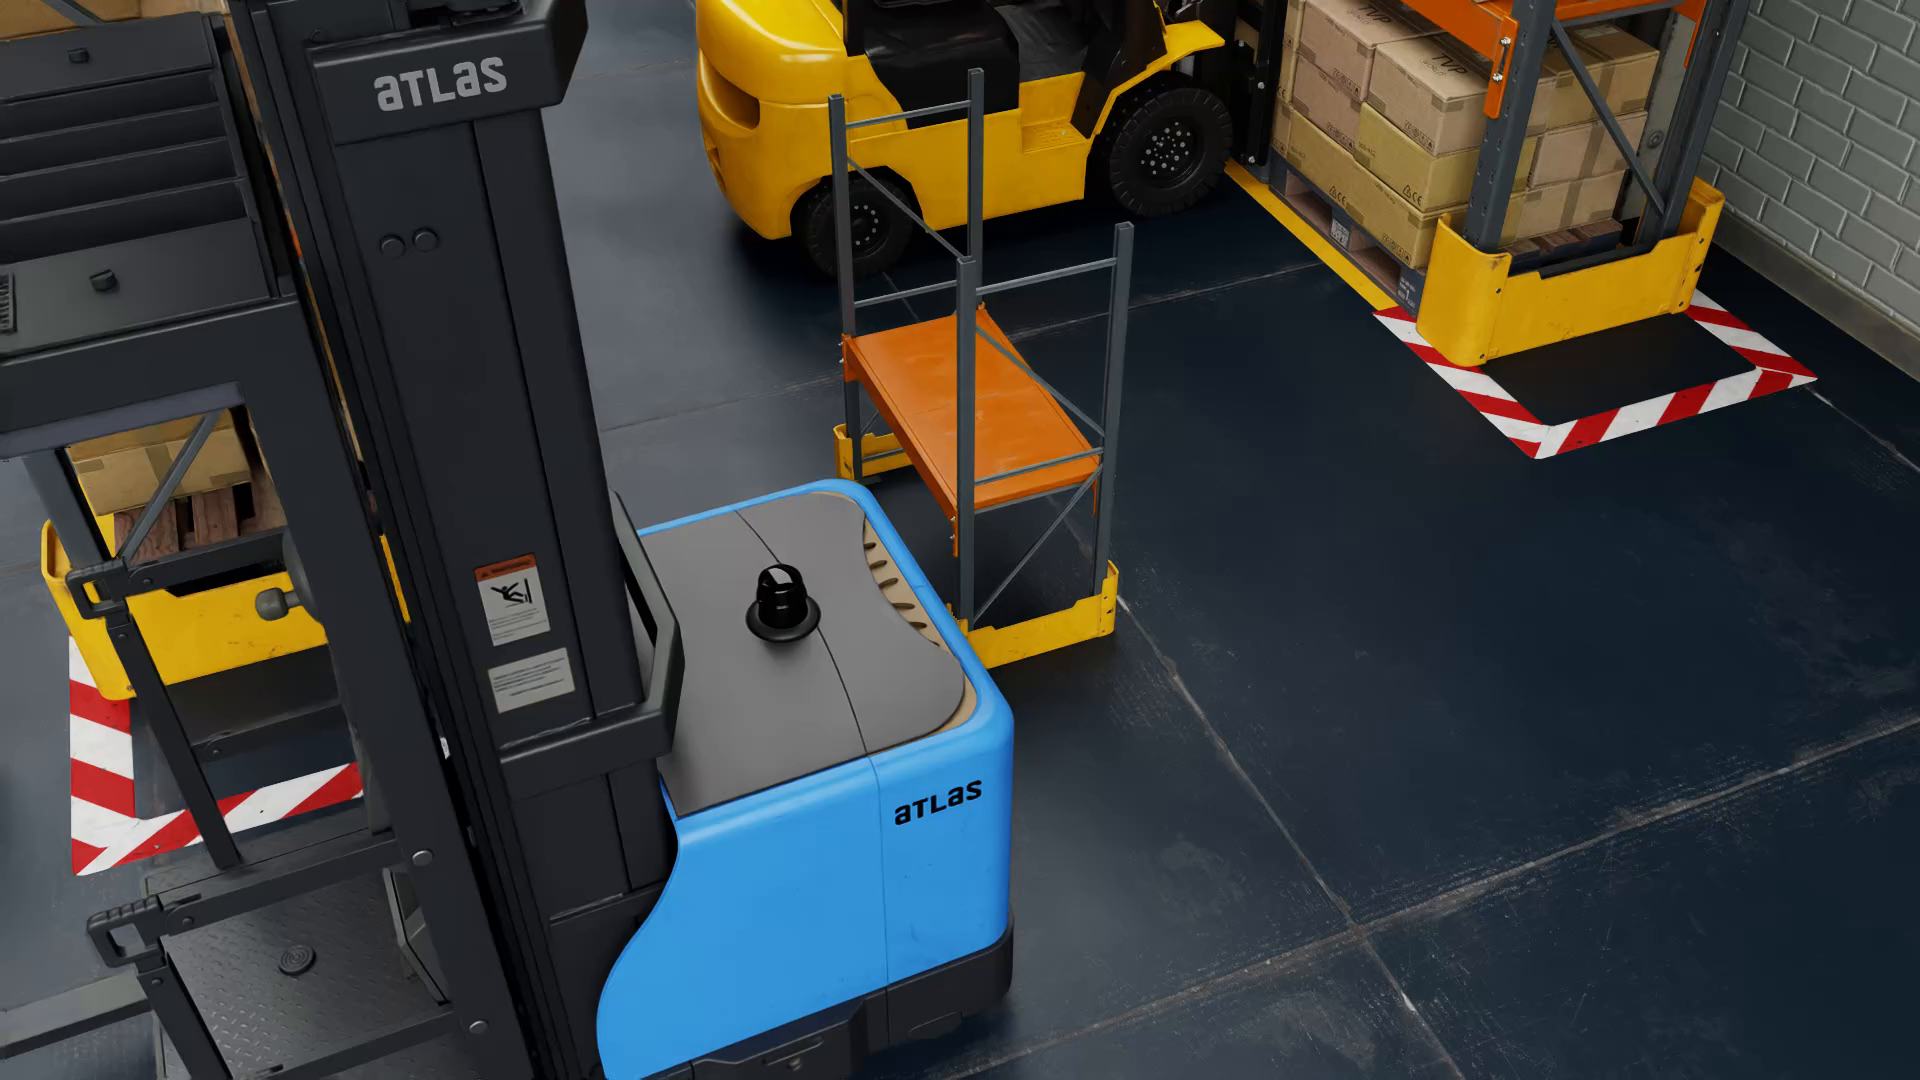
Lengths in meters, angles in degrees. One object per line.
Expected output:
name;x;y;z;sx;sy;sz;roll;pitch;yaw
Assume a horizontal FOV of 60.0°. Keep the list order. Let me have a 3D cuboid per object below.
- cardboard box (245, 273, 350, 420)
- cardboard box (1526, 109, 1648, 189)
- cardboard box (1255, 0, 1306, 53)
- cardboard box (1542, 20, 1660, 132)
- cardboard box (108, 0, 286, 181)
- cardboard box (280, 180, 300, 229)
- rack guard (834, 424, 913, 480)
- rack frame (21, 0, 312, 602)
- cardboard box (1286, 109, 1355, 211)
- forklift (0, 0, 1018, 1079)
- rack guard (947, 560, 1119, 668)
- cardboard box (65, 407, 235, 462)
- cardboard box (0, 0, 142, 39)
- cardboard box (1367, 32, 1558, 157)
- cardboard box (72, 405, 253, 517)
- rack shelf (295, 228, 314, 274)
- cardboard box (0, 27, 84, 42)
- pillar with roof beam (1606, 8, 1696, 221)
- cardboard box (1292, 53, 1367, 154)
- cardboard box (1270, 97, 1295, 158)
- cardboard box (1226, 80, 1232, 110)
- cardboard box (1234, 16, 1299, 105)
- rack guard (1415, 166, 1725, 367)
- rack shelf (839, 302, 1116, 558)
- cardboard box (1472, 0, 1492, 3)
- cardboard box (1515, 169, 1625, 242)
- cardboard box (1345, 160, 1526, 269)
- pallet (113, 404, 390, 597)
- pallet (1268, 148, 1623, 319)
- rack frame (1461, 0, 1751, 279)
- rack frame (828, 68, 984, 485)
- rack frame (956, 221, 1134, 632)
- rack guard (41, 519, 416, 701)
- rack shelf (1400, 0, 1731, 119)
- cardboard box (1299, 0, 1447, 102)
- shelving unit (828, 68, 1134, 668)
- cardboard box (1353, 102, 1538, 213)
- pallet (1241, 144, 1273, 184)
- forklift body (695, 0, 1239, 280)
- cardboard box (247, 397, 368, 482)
cardboard box;-2.224;-0.798;5.589;0.500;0.500;0.500;-16;43;-18
cardboard box;2.436;-1.710;6.841;0.500;0.250;0.500;-14;43;-16
cardboard box;1.556;-2.372;7.227;0.500;0.250;0.500;-15;43;-16
cardboard box;2.415;-1.901;6.680;0.500;0.250;0.500;-16;43;-18
cardboard box;-2.086;-1.333;4.695;0.500;0.500;0.500;-16;43;-18
cardboard box;-2.100;-0.989;4.792;0.380;0.149;0.250;-15;43;-17
rack guard;-0.161;-0.349;5.964;0.587;0.250;0.087;-15;43;-17
rack frame;-2.161;-0.828;4.412;1.000;3.000;0.127;-15;43;-17
cardboard box;1.770;-1.692;7.203;0.500;0.250;0.500;-15;43;-17
forklift;-1.419;0.200;3.269;3.031;2.935;1.130;-16;43;-18
rack guard;0.220;0.251;5.266;0.587;0.250;0.087;-15;43;-17
cardboard box;-2.708;-0.647;5.413;0.500;0.500;0.500;-15;43;-17
cardboard box;-2.558;-1.611;4.251;0.700;0.500;0.500;-16;43;-18
cardboard box;1.959;-1.764;6.521;0.500;0.250;0.500;-14;43;-15
cardboard box;-2.728;-0.379;5.677;0.500;0.250;0.500;-15;43;-17
rack shelf;-2.926;-1.760;6.048;1.077;0.370;4.000;-15;43;-17
cardboard box;-2.623;-1.237;4.583;0.500;0.500;0.500;-16;43;-18
pillar with roof beam;-0.988;-3.914;3.399;9.100;9.000;0.400;-15;43;-17
cardboard box;1.767;-1.895;7.056;0.500;0.250;0.500;-16;43;-17
cardboard box;1.587;-1.995;7.556;0.500;0.250;0.500;-15;43;-16
cardboard box;1.368;-2.302;7.914;0.500;0.250;0.500;-14;43;-16
cardboard box;1.550;-2.201;7.412;0.500;0.250;0.500;-16;43;-18
rack guard;2.433;-1.106;6.653;1.175;0.500;0.348;-15;43;-17
rack shelf;0.033;-0.381;5.319;0.538;0.185;1.000;-15;43;-17
cardboard box;1.993;-2.338;6.091;0.500;0.500;0.500;-16;43;-18
cardboard box;2.416;-1.530;7.015;0.500;0.250;0.500;-15;43;-17
cardboard box;1.952;-1.390;6.852;0.500;0.250;0.500;-15;43;-17
pallet;-2.468;-0.315;5.954;1.003;0.211;1.213;-15;43;-17
pallet;2.092;-1.462;7.288;1.003;0.211;1.213;-15;43;-17
rack frame;2.424;-2.069;5.855;1.000;3.000;0.127;-15;43;-17
rack frame;-0.162;-0.823;5.557;0.500;1.500;0.032;-15;43;-17
rack frame;0.227;-0.211;4.845;0.500;1.500;0.032;-15;43;-17
rack guard;-2.190;0.074;5.281;1.175;0.500;0.348;-15;43;-17
rack shelf;1.658;-3.001;7.491;1.077;0.370;4.000;-15;43;-17
cardboard box;1.758;-2.070;6.877;0.500;0.250;0.500;-14;43;-16
shelving unit;0.029;-0.523;5.208;0.587;1.500;1.083;-15;43;-17
cardboard box;1.949;-1.590;6.702;0.500;0.250;0.500;-16;43;-17
pallet;1.629;-2.195;8.141;1.003;0.211;1.213;-15;43;-17
forklift body;0.012;-2.434;6.931;2.313;2.155;1.214;-15;43;-17
cardboard box;-2.214;-0.500;5.817;0.500;0.250;0.500;-15;43;-17
